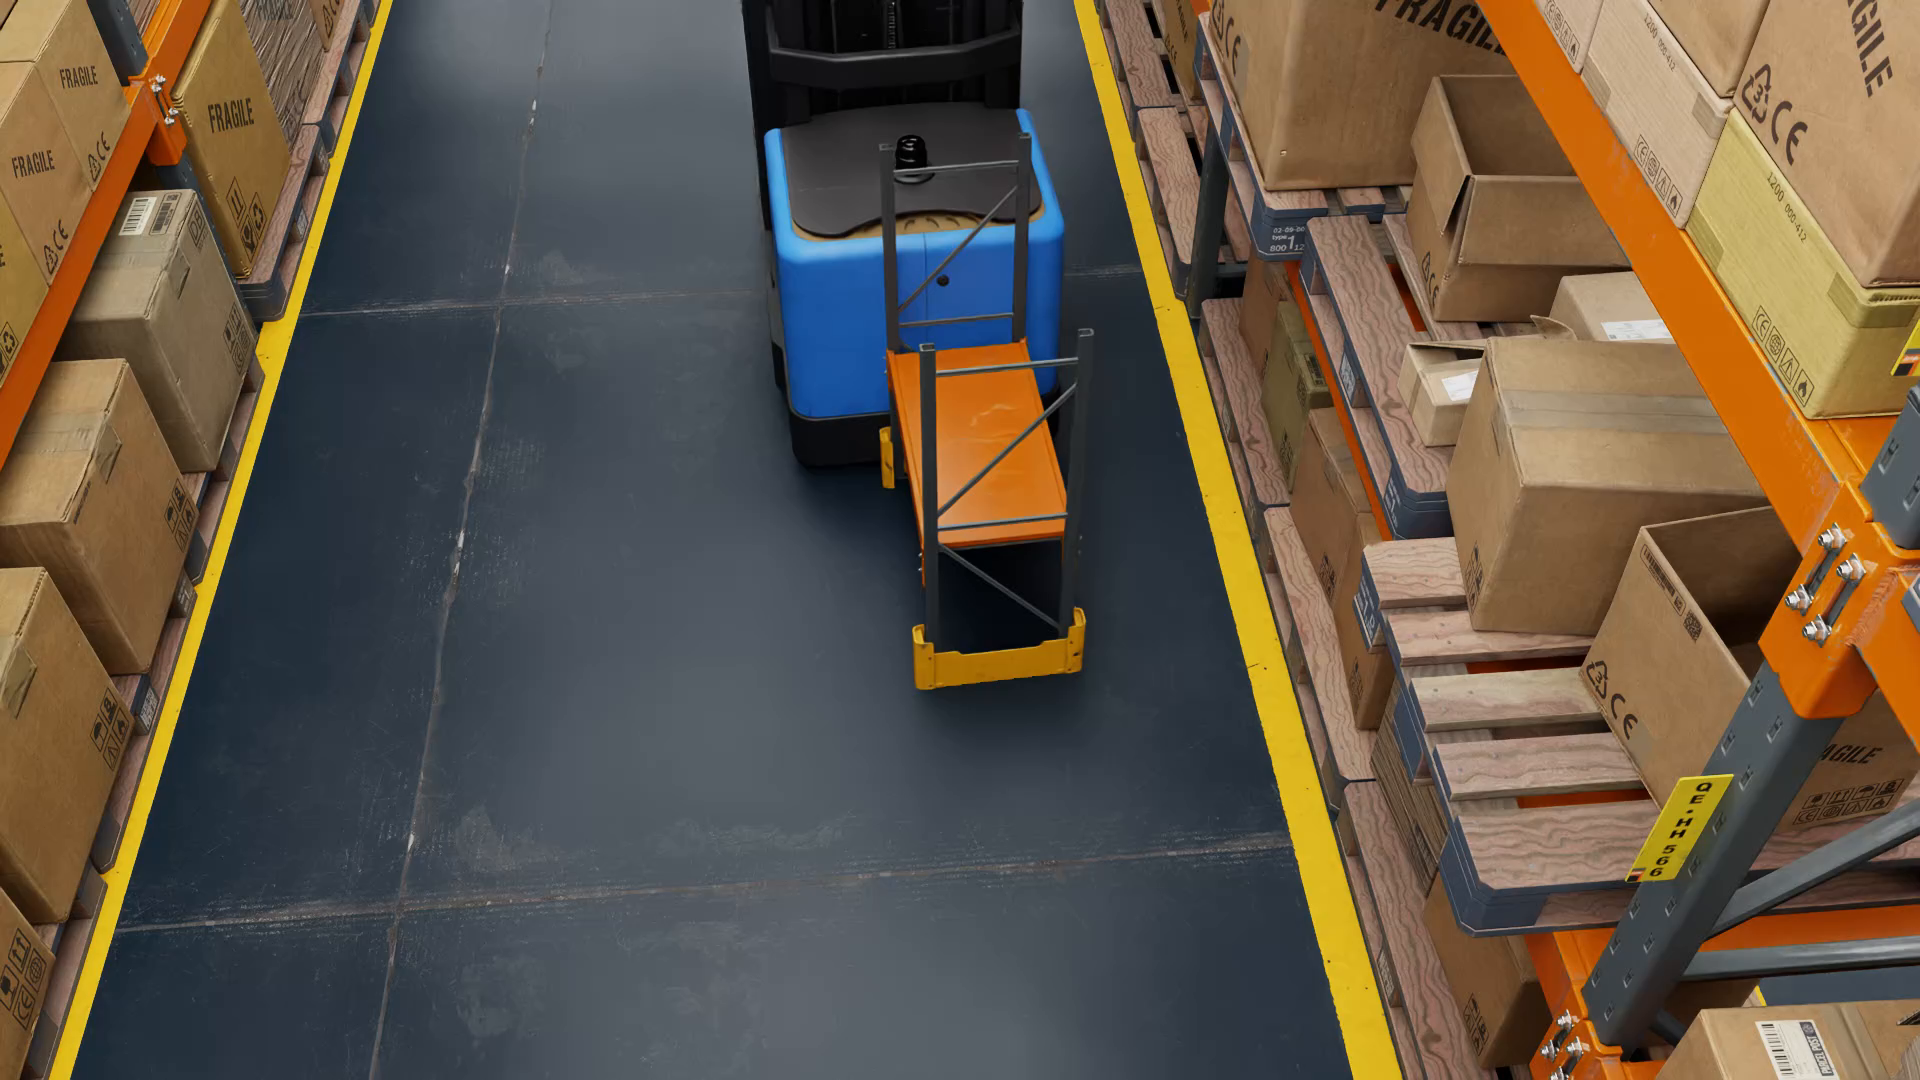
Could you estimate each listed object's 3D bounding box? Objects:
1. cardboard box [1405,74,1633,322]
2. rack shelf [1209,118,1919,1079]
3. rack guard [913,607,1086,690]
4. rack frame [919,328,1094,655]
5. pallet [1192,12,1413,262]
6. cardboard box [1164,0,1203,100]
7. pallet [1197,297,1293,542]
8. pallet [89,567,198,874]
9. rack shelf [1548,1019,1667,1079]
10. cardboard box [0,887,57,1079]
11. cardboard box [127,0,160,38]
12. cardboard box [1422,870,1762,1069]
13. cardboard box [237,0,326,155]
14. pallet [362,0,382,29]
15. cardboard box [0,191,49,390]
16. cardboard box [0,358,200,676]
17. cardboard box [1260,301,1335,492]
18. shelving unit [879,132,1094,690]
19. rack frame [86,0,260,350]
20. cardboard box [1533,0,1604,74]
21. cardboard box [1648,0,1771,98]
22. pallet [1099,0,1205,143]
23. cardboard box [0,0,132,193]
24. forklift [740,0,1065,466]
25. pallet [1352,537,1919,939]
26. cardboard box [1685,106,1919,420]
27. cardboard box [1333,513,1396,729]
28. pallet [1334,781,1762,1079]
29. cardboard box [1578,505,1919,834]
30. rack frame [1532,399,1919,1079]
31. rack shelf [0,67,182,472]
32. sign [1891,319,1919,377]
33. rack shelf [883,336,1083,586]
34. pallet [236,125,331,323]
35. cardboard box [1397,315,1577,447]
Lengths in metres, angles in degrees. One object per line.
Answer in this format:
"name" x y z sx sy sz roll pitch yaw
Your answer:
"cardboard box" 1.719 -0.979 4.750 0.797 0.503 0.637 1 47 1
"rack shelf" 1.649 -0.353 5.014 1.077 0.370 4.000 -3 47 -3
"rack guard" 0.134 0.375 5.723 0.587 0.250 0.087 -6 47 -6
"rack frame" 0.134 -0.054 5.268 0.500 1.500 0.032 -6 47 -6
"pallet" 1.401 -1.420 5.661 1.003 0.211 1.213 -3 47 -3
"cardboard box" 1.302 -2.482 7.967 0.500 0.500 0.500 -7 47 -7
"pallet" 1.548 -0.525 6.602 1.003 0.211 1.213 -3 47 -3
"pallet" -3.224 0.578 5.557 1.003 0.211 1.213 -3 47 -3
"rack shelf" 1.984 2.541 2.273 1.077 0.370 4.000 -3 47 -3
"cardboard box" -3.096 1.258 4.253 1.050 0.750 0.750 -4 47 -4
"cardboard box" -3.512 -2.137 6.104 0.875 0.550 0.550 -3 47 -3
"cardboard box" 1.741 1.071 4.588 0.700 0.500 0.500 -6 47 -5
"cardboard box" -3.531 -2.344 7.578 0.875 0.875 0.875 -3 47 -3
"pallet" -3.659 -3.180 9.117 1.003 0.211 1.213 -3 47 -3
"cardboard box" -3.074 -0.761 4.836 0.500 0.500 0.500 -3 47 -3
"cardboard box" -3.251 -0.048 5.490 1.050 0.750 0.750 -3 47 -3
"cardboard box" 1.533 -0.547 6.121 0.700 0.500 0.500 -4 47 -4
"shelving unit" 0.061 -0.413 5.608 0.587 1.500 1.083 -6 47 -6
"rack frame" -3.469 -1.819 5.907 1.000 3.000 0.127 -3 47 -3
"cardboard box" 1.438 -1.184 3.343 0.500 0.250 0.500 -2 47 -2
"cardboard box" 1.474 -1.091 2.738 0.500 0.500 0.500 -4 47 -3
"pallet" 1.285 -2.457 8.431 1.003 0.211 1.213 -3 47 -3
"cardboard box" -3.159 -1.492 5.528 0.500 0.500 0.500 -4 47 -4
"forklift" -0.336 -2.376 6.482 1.130 2.935 3.031 -6 47 -6
"pallet" 1.651 0.404 3.934 1.213 0.211 1.003 -3 47 -3
"cardboard box" 1.532 -0.462 2.659 0.500 0.250 0.500 -3 47 -3
"cardboard box" 1.627 0.261 5.355 0.700 0.500 0.500 0 47 0
"pallet" 1.753 1.240 4.930 1.003 0.211 1.213 -3 47 -3
"cardboard box" 1.732 0.280 3.561 0.500 0.500 0.500 -9 47 -8
"rack frame" 1.817 0.847 3.382 1.000 3.000 0.127 -3 47 -3
"rack shelf" -3.302 -0.125 4.797 1.077 0.370 4.000 -3 47 -3
"sign" 1.276 -0.331 2.075 0.100 0.325 0.005 -3 47 -3
"rack shelf" 0.060 -0.295 5.745 0.538 0.185 1.000 -6 47 -6
"pallet" -3.455 -1.415 7.445 1.003 0.211 1.213 -3 47 -3
"cardboard box" 1.408 -0.441 4.406 0.396 0.266 0.258 -5 47 -4
